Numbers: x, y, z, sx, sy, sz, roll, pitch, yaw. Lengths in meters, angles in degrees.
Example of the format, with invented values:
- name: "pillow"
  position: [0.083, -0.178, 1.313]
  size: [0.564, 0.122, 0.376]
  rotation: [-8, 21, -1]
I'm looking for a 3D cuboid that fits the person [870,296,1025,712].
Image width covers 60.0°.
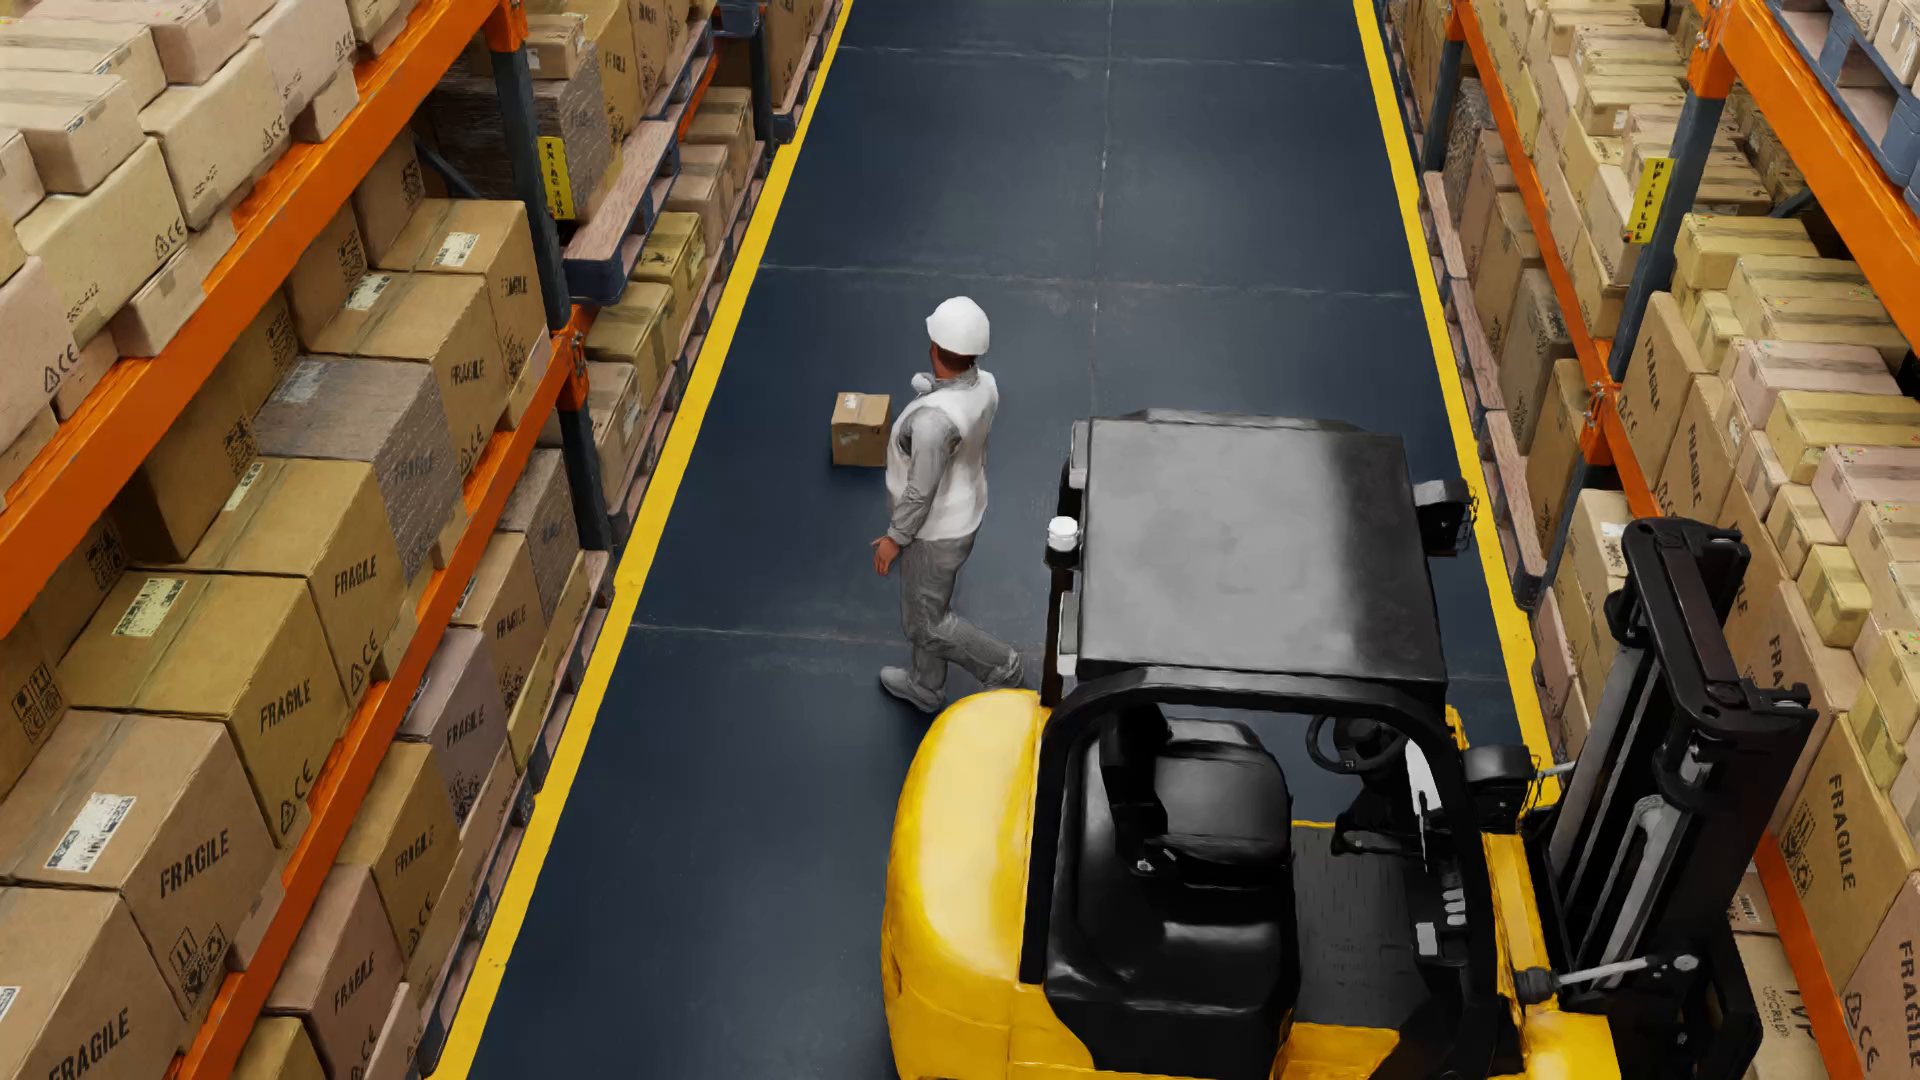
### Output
- name: "person"
  position: [-0.022, -0.080, 6.260]
  size: [0.604, 1.738, 0.608]
  rotation: [8, 40, 9]
